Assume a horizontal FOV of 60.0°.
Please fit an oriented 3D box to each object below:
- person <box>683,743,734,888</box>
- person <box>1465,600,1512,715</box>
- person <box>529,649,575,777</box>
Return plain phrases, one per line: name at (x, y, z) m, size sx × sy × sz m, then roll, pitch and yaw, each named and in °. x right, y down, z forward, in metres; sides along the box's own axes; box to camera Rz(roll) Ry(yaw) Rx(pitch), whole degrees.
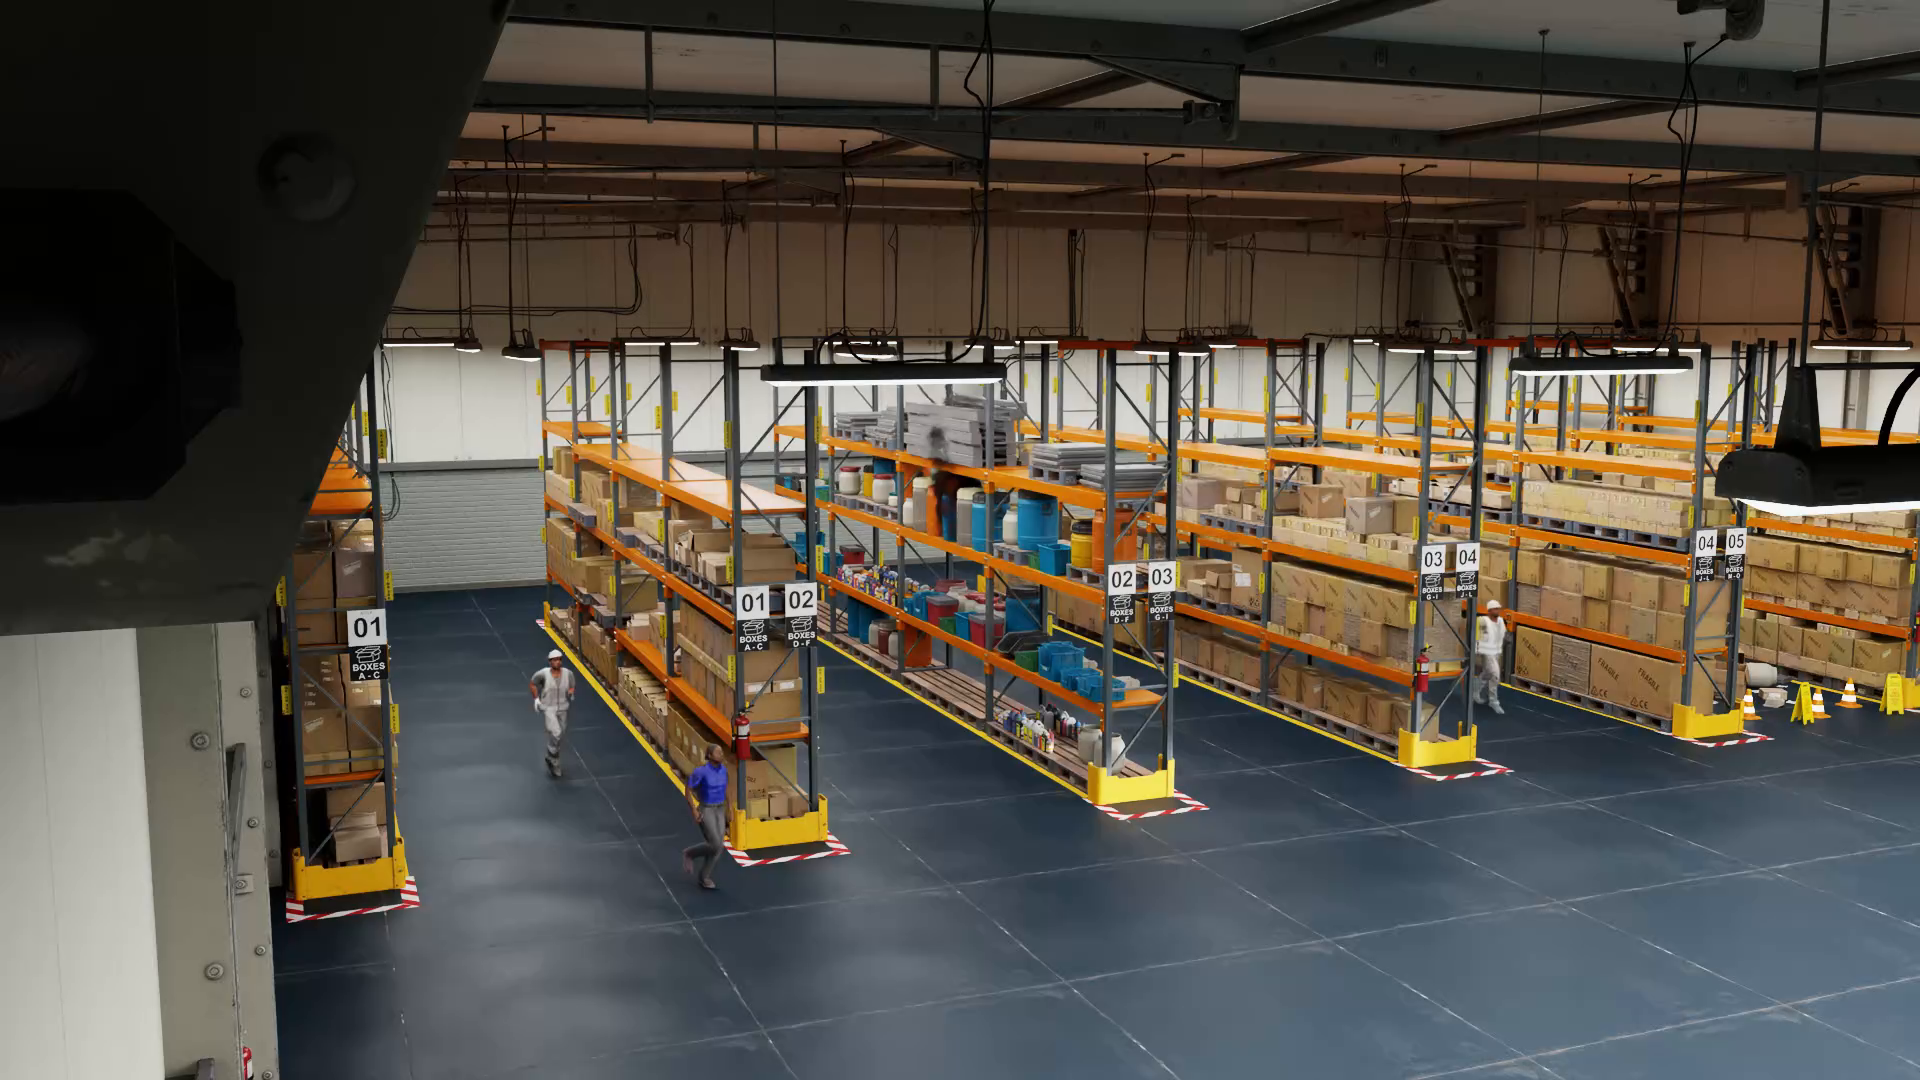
person at (-2.814, 3.100, 18.910) m, size 0.523 × 1.578 × 0.613 m, roll 6°, pitch 9°, yaw 38°
person at (8.706, 1.890, 27.315) m, size 0.687 × 1.831 × 0.790 m, roll -6°, pitch 9°, yaw -37°
person at (-5.693, 2.422, 23.435) m, size 0.565 × 1.809 × 0.838 m, roll -6°, pitch 9°, yaw -38°
